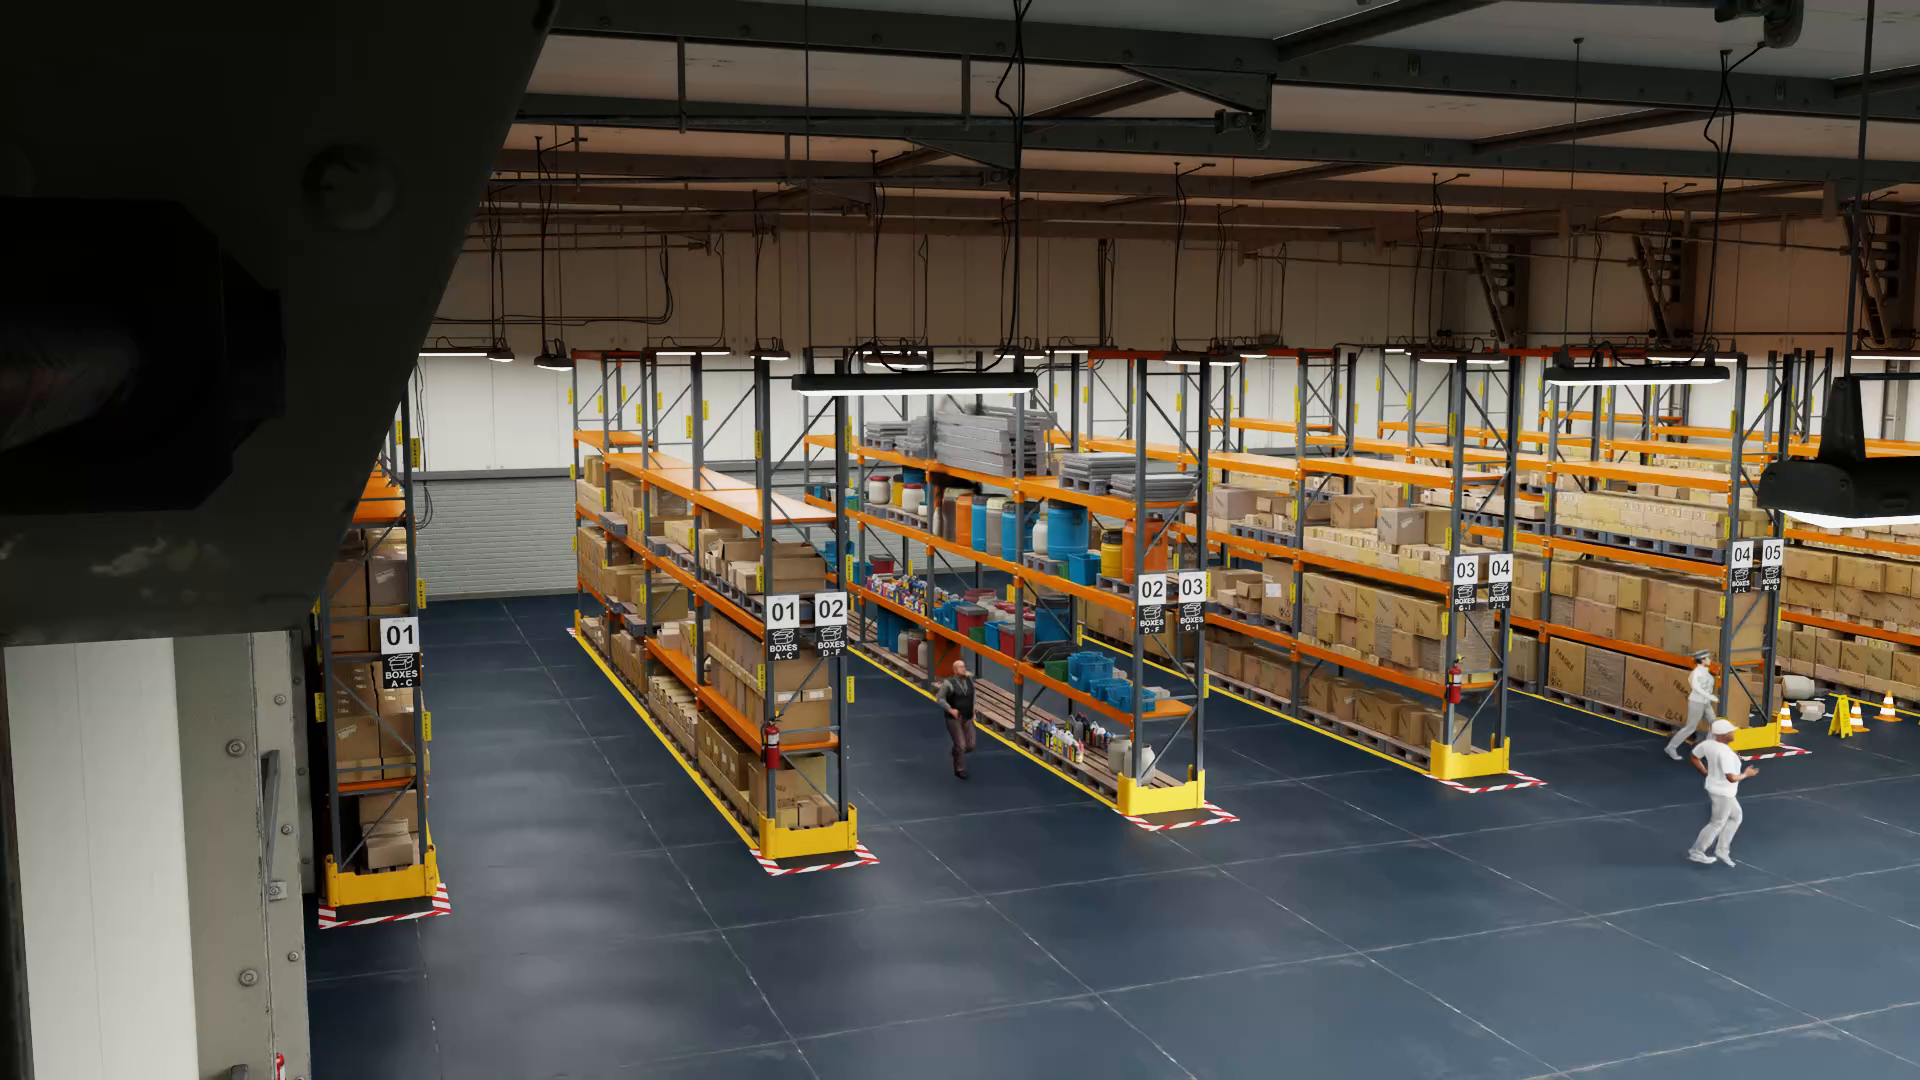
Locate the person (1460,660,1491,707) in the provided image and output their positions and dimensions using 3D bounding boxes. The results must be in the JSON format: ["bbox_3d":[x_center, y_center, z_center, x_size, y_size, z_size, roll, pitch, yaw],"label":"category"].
[{"bbox_3d":[8.766,2.050,28.367,0.734,1.670,0.832,-4,8,-26],"label":"person"}]

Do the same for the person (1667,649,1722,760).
[{"bbox_3d":[11.018,2.450,24.576,0.844,1.692,0.676,5,9,35],"label":"person"}]

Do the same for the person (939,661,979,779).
[{"bbox_3d":[0.008,2.557,23.708,0.667,1.687,0.563,-5,8,-33],"label":"person"}]

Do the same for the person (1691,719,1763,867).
[{"bbox_3d":[9.073,3.014,19.693,0.734,1.823,0.678,1,7,9],"label":"person"}]
